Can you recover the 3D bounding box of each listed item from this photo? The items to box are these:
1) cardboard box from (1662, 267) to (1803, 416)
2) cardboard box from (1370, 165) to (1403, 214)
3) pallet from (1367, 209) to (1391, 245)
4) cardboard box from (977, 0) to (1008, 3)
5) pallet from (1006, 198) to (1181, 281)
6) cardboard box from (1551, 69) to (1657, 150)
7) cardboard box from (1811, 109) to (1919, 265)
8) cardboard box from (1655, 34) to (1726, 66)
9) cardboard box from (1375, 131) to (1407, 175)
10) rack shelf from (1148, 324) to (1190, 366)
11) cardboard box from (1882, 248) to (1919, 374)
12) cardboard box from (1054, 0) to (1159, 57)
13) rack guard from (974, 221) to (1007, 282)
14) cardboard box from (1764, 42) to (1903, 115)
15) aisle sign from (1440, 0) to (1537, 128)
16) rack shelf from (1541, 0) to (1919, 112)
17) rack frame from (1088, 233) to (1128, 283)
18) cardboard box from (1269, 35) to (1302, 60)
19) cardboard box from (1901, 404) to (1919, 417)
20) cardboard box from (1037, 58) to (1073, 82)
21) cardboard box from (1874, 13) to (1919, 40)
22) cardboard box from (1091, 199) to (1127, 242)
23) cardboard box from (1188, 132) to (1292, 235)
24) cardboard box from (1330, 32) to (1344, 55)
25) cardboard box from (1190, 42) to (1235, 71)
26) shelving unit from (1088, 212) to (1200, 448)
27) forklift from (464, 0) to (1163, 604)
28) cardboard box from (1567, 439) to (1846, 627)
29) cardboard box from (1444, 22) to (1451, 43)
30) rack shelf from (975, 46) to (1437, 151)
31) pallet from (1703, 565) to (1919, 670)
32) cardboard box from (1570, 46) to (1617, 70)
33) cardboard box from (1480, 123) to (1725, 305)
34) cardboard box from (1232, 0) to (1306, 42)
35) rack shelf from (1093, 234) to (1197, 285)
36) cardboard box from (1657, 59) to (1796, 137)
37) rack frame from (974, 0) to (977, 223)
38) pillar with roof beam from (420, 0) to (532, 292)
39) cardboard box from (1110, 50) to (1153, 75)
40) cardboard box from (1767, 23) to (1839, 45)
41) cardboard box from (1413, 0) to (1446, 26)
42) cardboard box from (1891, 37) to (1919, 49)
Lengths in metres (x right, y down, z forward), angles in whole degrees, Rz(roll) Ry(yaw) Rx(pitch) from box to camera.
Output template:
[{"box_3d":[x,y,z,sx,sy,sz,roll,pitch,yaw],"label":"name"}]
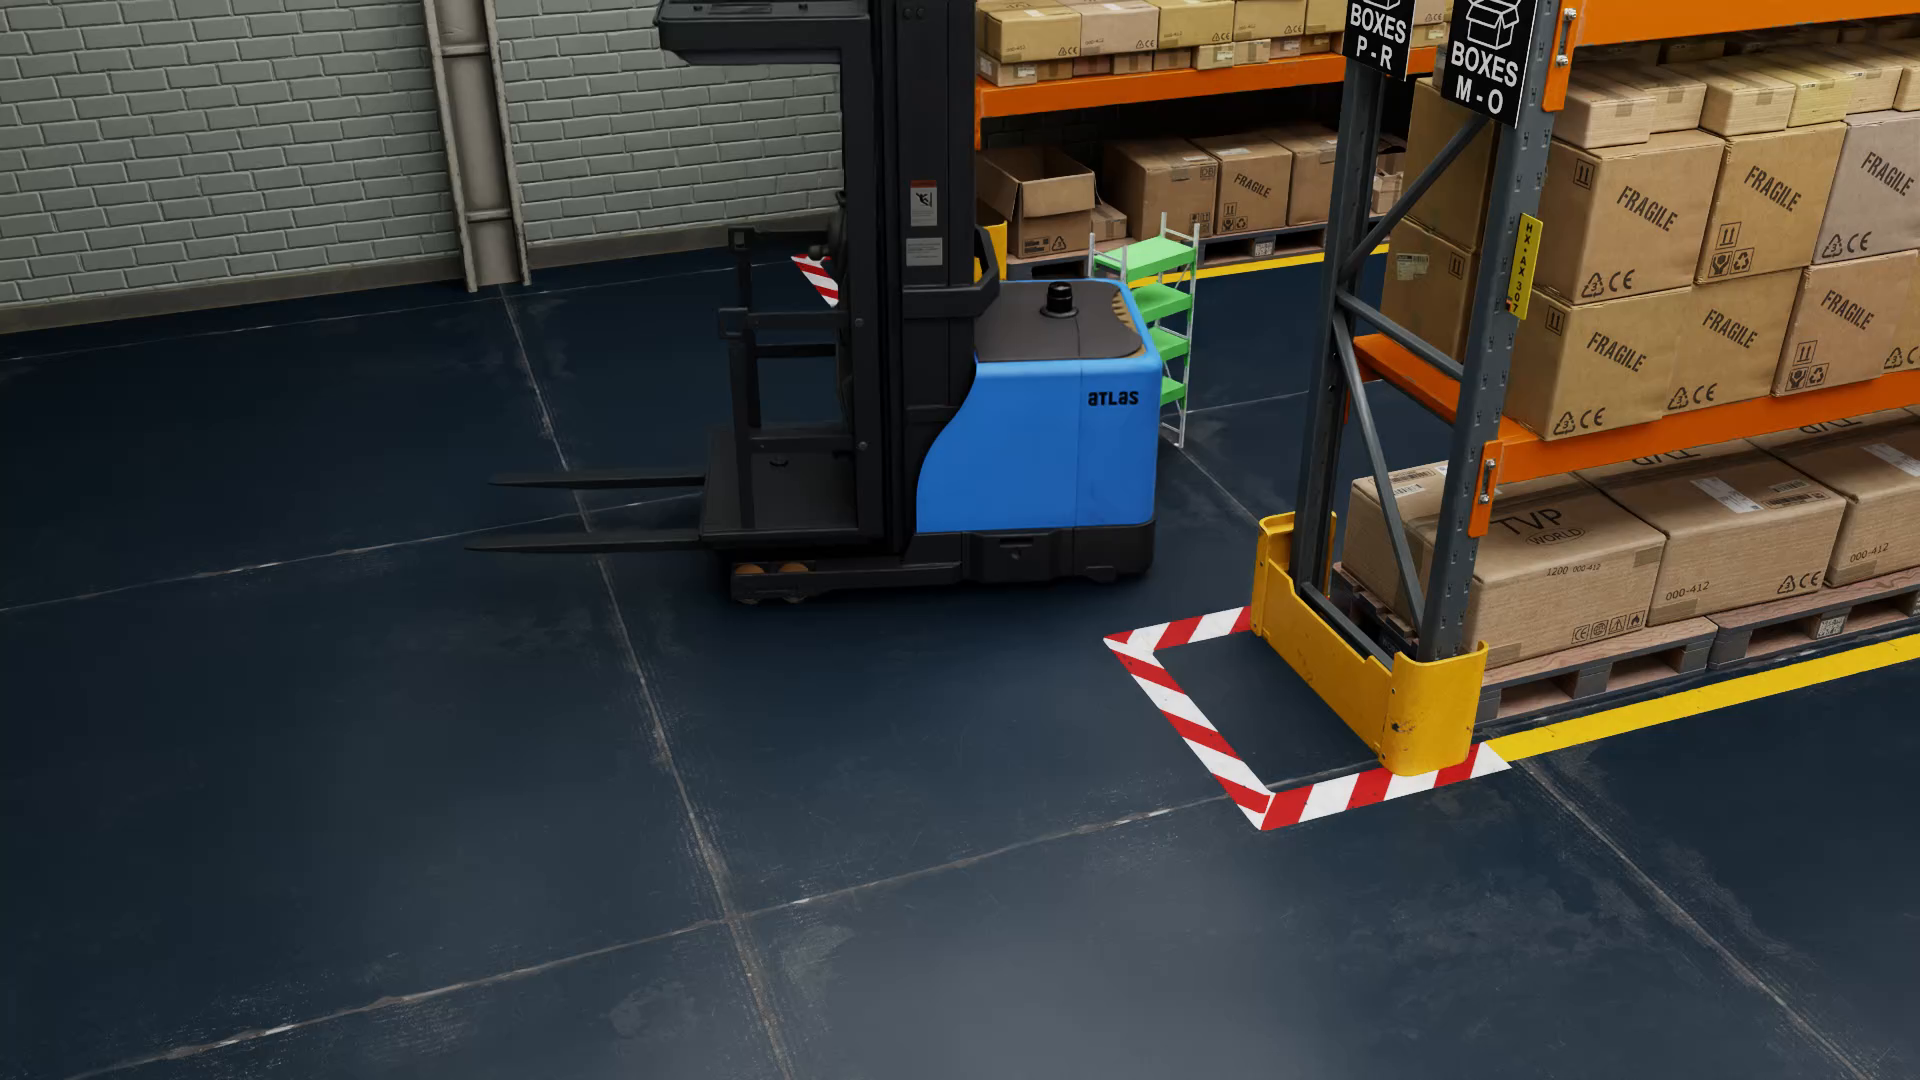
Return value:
[{"box_3d":[2.619,-0.809,6.039,0.500,0.500,0.500,-11,31,-18],"label":"cardboard box"},{"box_3d":[2.865,-2.409,11.286,0.258,0.266,0.396,-9,31,-16],"label":"cardboard box"},{"box_3d":[2.975,-2.379,11.713,1.213,0.211,1.003,-10,31,-18],"label":"pallet"},{"box_3d":[0.209,-3.285,10.337,0.500,0.250,0.500,-10,31,-16],"label":"cardboard box"},{"box_3d":[0.688,-1.958,10.973,1.213,0.211,1.003,-10,31,-18],"label":"pallet"},{"box_3d":[2.034,-1.409,5.426,0.250,0.149,0.380,-10,31,-17],"label":"cardboard box"},{"box_3d":[3.115,-1.329,5.942,0.500,0.500,0.500,-11,31,-18],"label":"cardboard box"},{"box_3d":[2.564,-1.794,6.102,0.250,0.149,0.380,-10,31,-16],"label":"cardboard box"},{"box_3d":[2.918,-2.719,11.783,0.500,0.311,0.500,-9,31,-16],"label":"cardboard box"},{"box_3d":[0.884,-0.908,8.261,0.480,0.148,0.258,-23,37,-34],"label":"rack shelf"},{"box_3d":[3.566,-0.983,6.344,0.500,0.500,0.500,-9,31,-16],"label":"cardboard box"},{"box_3d":[0.862,-3.123,10.052,0.500,0.250,0.500,-10,31,-17],"label":"cardboard box"},{"box_3d":[-0.058,-1.945,10.659,0.348,0.500,1.175,-10,31,-18],"label":"rack guard"},{"box_3d":[3.006,-1.602,5.766,0.250,0.149,0.380,-10,31,-17],"label":"cardboard box"},{"box_3d":[1.638,-1.699,5.075,0.004,0.787,0.394,-10,31,-18],"label":"aisle sign"},{"box_3d":[3.479,-2.052,6.018,4.000,0.370,1.077,-10,31,-18],"label":"rack shelf"},{"box_3d":[0.697,-0.886,8.093,0.015,1.200,0.240,-23,37,-34],"label":"rack frame"},{"box_3d":[1.956,-3.169,10.536,0.250,0.149,0.380,-11,31,-18],"label":"cardboard box"},{"box_3d":[4.728,-0.417,7.616,0.875,0.438,0.875,-11,31,-18],"label":"cardboard box"},{"box_3d":[0.496,-2.904,10.071,0.250,0.149,0.380,-10,31,-16],"label":"cardboard box"},{"box_3d":[3.533,-1.978,6.425,0.250,0.149,0.380,-10,31,-17],"label":"cardboard box"},{"box_3d":[0.888,-2.079,10.825,0.250,0.149,0.380,-12,32,-20],"label":"cardboard box"},{"box_3d":[1.822,-2.351,10.947,0.500,0.500,0.500,-10,31,-17],"label":"cardboard box"},{"box_3d":[2.452,-3.226,10.637,0.250,0.149,0.380,-11,31,-18],"label":"cardboard box"},{"box_3d":[1.499,-3.038,10.306,0.250,0.149,0.380,-11,32,-19],"label":"cardboard box"},{"box_3d":[0.884,-0.963,8.229,0.503,1.200,0.258,-23,37,-34],"label":"shelving unit"},{"box_3d":[-0.679,-1.269,7.016,3.031,2.935,1.130,-2,30,-4],"label":"forklift"},{"box_3d":[3.043,-0.107,7.072,0.875,0.438,0.875,-10,31,-16],"label":"cardboard box"},{"box_3d":[3.172,-3.372,10.893,0.250,0.149,0.380,-10,31,-16],"label":"cardboard box"},{"box_3d":[1.745,-3.051,10.802,4.000,0.370,1.077,-10,31,-18],"label":"rack shelf"},{"box_3d":[3.468,0.113,7.339,1.213,0.211,1.003,-10,31,-18],"label":"pallet"},{"box_3d":[2.101,-1.686,5.912,0.250,0.149,0.380,-10,31,-17],"label":"cardboard box"},{"box_3d":[2.154,-1.145,5.618,0.500,0.500,0.500,-11,32,-19],"label":"cardboard box"},{"box_3d":[1.808,-3.310,10.381,0.500,0.250,0.500,-11,32,-19],"label":"cardboard box"},{"box_3d":[0.884,-1.325,8.023,0.480,0.148,0.258,-23,37,-34],"label":"rack shelf"},{"box_3d":[2.538,-1.478,5.549,0.250,0.149,0.380,-9,31,-16],"label":"cardboard box"},{"box_3d":[-0.130,-3.018,10.018,0.127,3.000,1.000,-10,31,-18],"label":"rack frame"},{"box_3d":[-1.470,-3.580,4.944,0.400,9.000,9.100,-10,31,-18],"label":"pillar with roof beam"},{"box_3d":[0.989,-2.981,10.205,0.250,0.149,0.380,-9,31,-16],"label":"cardboard box"},{"box_3d":[3.048,-1.876,6.247,0.250,0.149,0.380,-10,31,-16],"label":"cardboard box"},{"box_3d":[2.763,-3.478,10.676,0.500,0.250,0.500,-10,31,-17],"label":"cardboard box"},{"box_3d":[3.502,-1.657,5.861,0.250,0.149,0.380,-11,32,-19],"label":"cardboard box"}]
